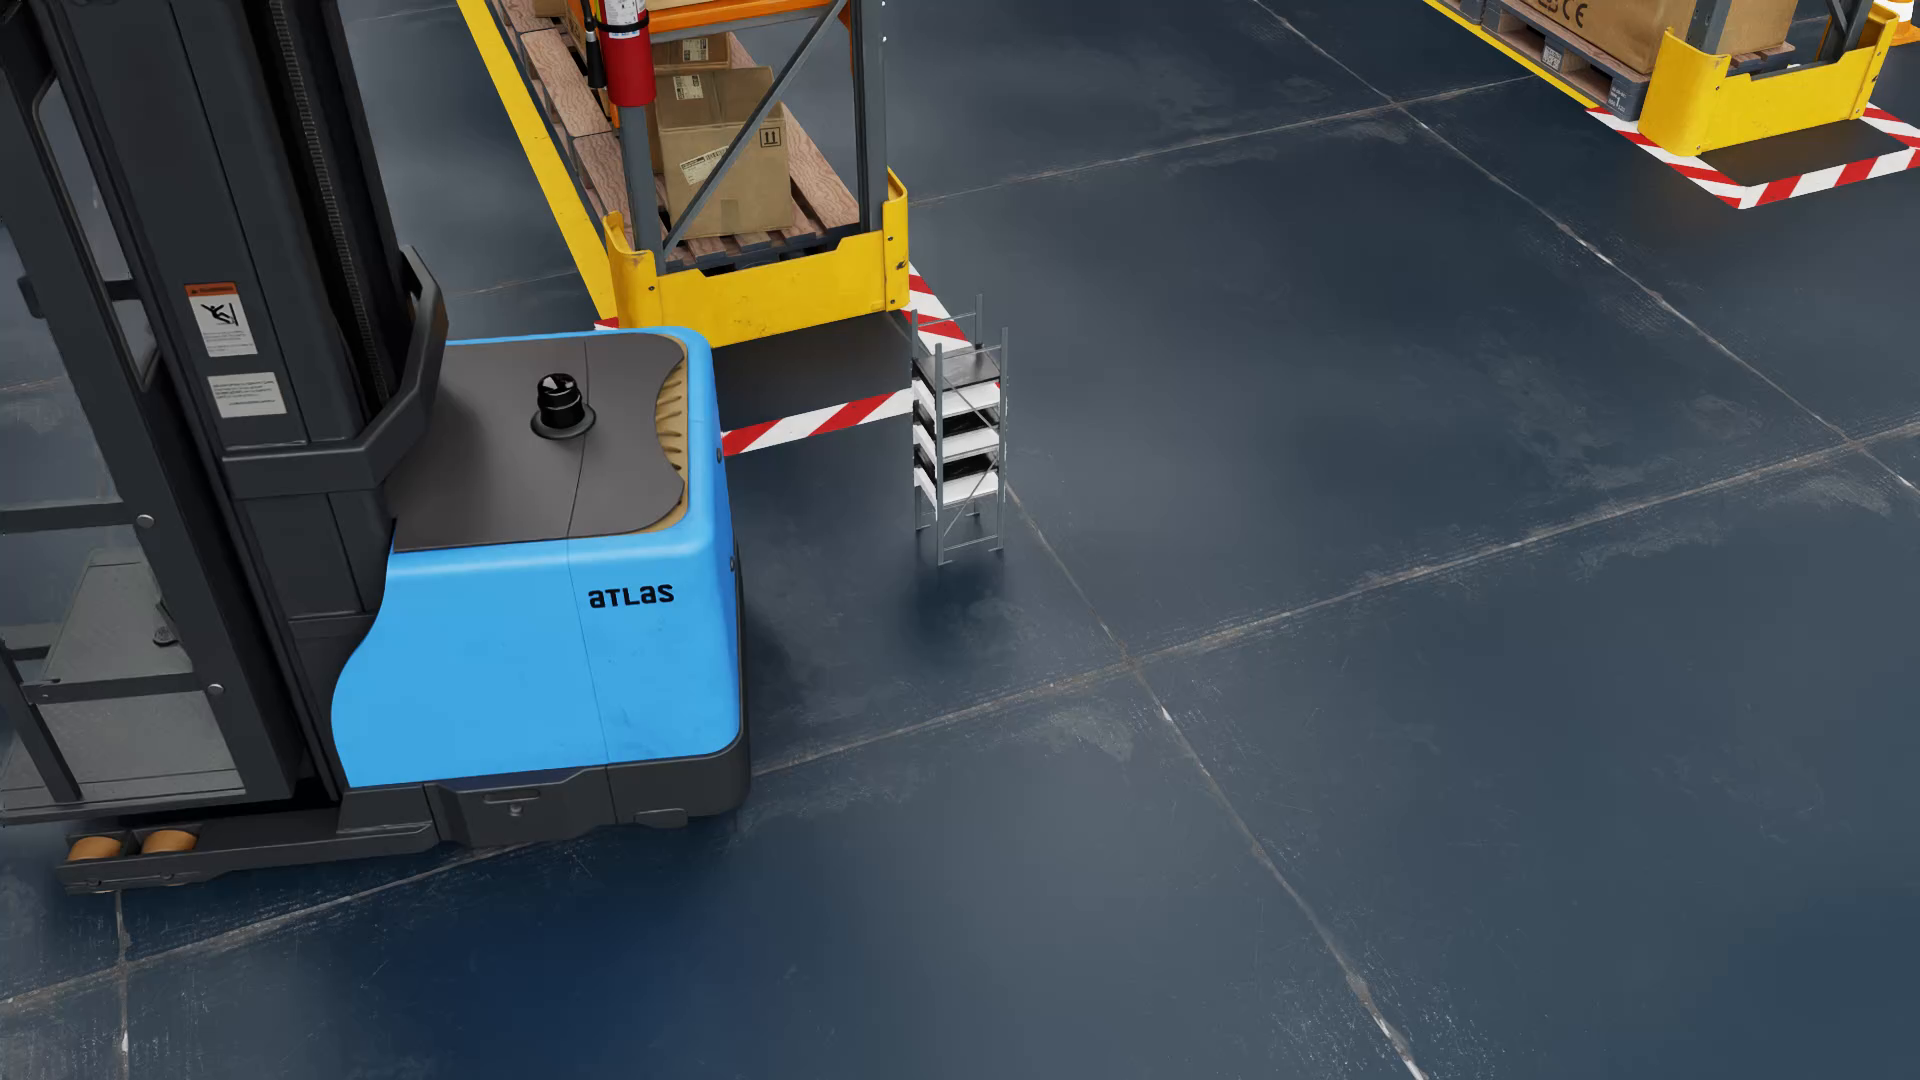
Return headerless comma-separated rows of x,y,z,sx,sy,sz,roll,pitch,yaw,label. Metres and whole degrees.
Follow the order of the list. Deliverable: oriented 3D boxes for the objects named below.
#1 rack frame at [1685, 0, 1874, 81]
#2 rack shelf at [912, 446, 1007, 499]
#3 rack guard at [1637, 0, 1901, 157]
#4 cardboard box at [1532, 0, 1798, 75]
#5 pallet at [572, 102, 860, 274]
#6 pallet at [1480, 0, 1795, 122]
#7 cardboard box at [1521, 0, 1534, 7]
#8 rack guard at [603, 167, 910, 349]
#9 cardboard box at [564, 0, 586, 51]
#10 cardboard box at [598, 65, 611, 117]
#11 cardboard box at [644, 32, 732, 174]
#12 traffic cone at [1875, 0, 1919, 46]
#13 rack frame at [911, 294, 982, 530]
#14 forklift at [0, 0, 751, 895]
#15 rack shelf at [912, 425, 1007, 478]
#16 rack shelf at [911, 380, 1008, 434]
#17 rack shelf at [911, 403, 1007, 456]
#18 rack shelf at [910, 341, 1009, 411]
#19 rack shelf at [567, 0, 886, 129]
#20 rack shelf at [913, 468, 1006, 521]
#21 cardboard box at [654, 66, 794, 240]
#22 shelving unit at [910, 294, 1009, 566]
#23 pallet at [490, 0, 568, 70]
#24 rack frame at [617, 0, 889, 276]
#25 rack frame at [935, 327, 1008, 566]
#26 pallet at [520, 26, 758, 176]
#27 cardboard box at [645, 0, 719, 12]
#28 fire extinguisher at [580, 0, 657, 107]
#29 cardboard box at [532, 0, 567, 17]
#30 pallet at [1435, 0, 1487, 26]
3.856,-3.197,7.167,1.000,3.000,0.127,-15,43,-17,rack frame
-0.003,-0.253,5.543,0.258,0.077,0.200,-15,43,-17,rack shelf
3.865,-2.235,7.966,1.175,0.500,0.348,-15,43,-17,rack guard
3.535,-2.943,8.179,0.875,0.875,0.875,-15,43,-17,cardboard box
-1.072,-1.507,7.341,1.003,0.211,1.213,-15,43,-17,pallet
3.478,-2.602,8.614,1.003,0.211,1.213,-15,43,-17,pallet
3.197,-3.472,8.795,0.875,0.875,0.875,-16,43,-18,cardboard box
-0.794,-1.119,6.667,1.175,0.500,0.348,-15,43,-17,rack guard
-1.643,-2.693,8.176,0.500,0.500,0.500,-19,44,-21,cardboard box
-1.471,-2.346,7.772,0.500,0.500,0.500,-11,42,-13,cardboard box
-1.249,-1.964,7.328,0.500,0.500,0.500,-5,41,-6,cardboard box
4.965,-2.909,8.778,0.336,0.463,0.334,-15,43,-17,traffic cone
-0.042,-0.407,5.534,0.240,0.900,0.006,-15,43,-17,rack frame
-2.162,-0.499,4.082,3.031,2.935,1.130,-5,41,-5,forklift
-0.003,-0.321,5.484,0.258,0.077,0.200,-15,43,-17,rack shelf
-0.003,-0.457,5.367,0.258,0.077,0.200,-15,43,-17,rack shelf
-0.003,-0.389,5.425,0.258,0.077,0.200,-15,43,-17,rack shelf
-0.003,-0.526,5.308,0.258,0.077,0.200,-15,43,-17,rack shelf
-1.530,-2.953,7.435,1.077,0.370,4.000,-15,43,-17,rack shelf
-0.003,-0.184,5.601,0.258,0.077,0.200,-15,43,-17,rack shelf
-0.989,-1.612,6.920,0.500,0.500,0.500,-8,41,-9,cardboard box
-0.003,-0.346,5.462,0.258,0.900,0.210,-15,43,-17,shelving unit
-2.006,-2.977,9.050,1.003,0.211,1.213,-15,43,-17,pallet
-0.765,-2.021,5.799,1.000,3.000,0.127,-15,43,-17,rack frame
0.036,-0.285,5.391,0.240,0.900,0.006,-15,43,-17,rack frame
-1.535,-2.241,8.194,1.003,0.211,1.213,-15,43,-17,pallet
-1.065,-2.046,6.021,0.380,0.149,0.250,-15,43,-17,cardboard box
-1.147,-1.807,5.611,0.296,0.674,0.183,-15,43,-17,fire extinguisher
-1.953,-3.048,8.589,0.500,0.500,0.500,-3,41,-3,cardboard box
3.015,-3.336,9.467,1.003,0.211,1.213,-15,43,-17,pallet
